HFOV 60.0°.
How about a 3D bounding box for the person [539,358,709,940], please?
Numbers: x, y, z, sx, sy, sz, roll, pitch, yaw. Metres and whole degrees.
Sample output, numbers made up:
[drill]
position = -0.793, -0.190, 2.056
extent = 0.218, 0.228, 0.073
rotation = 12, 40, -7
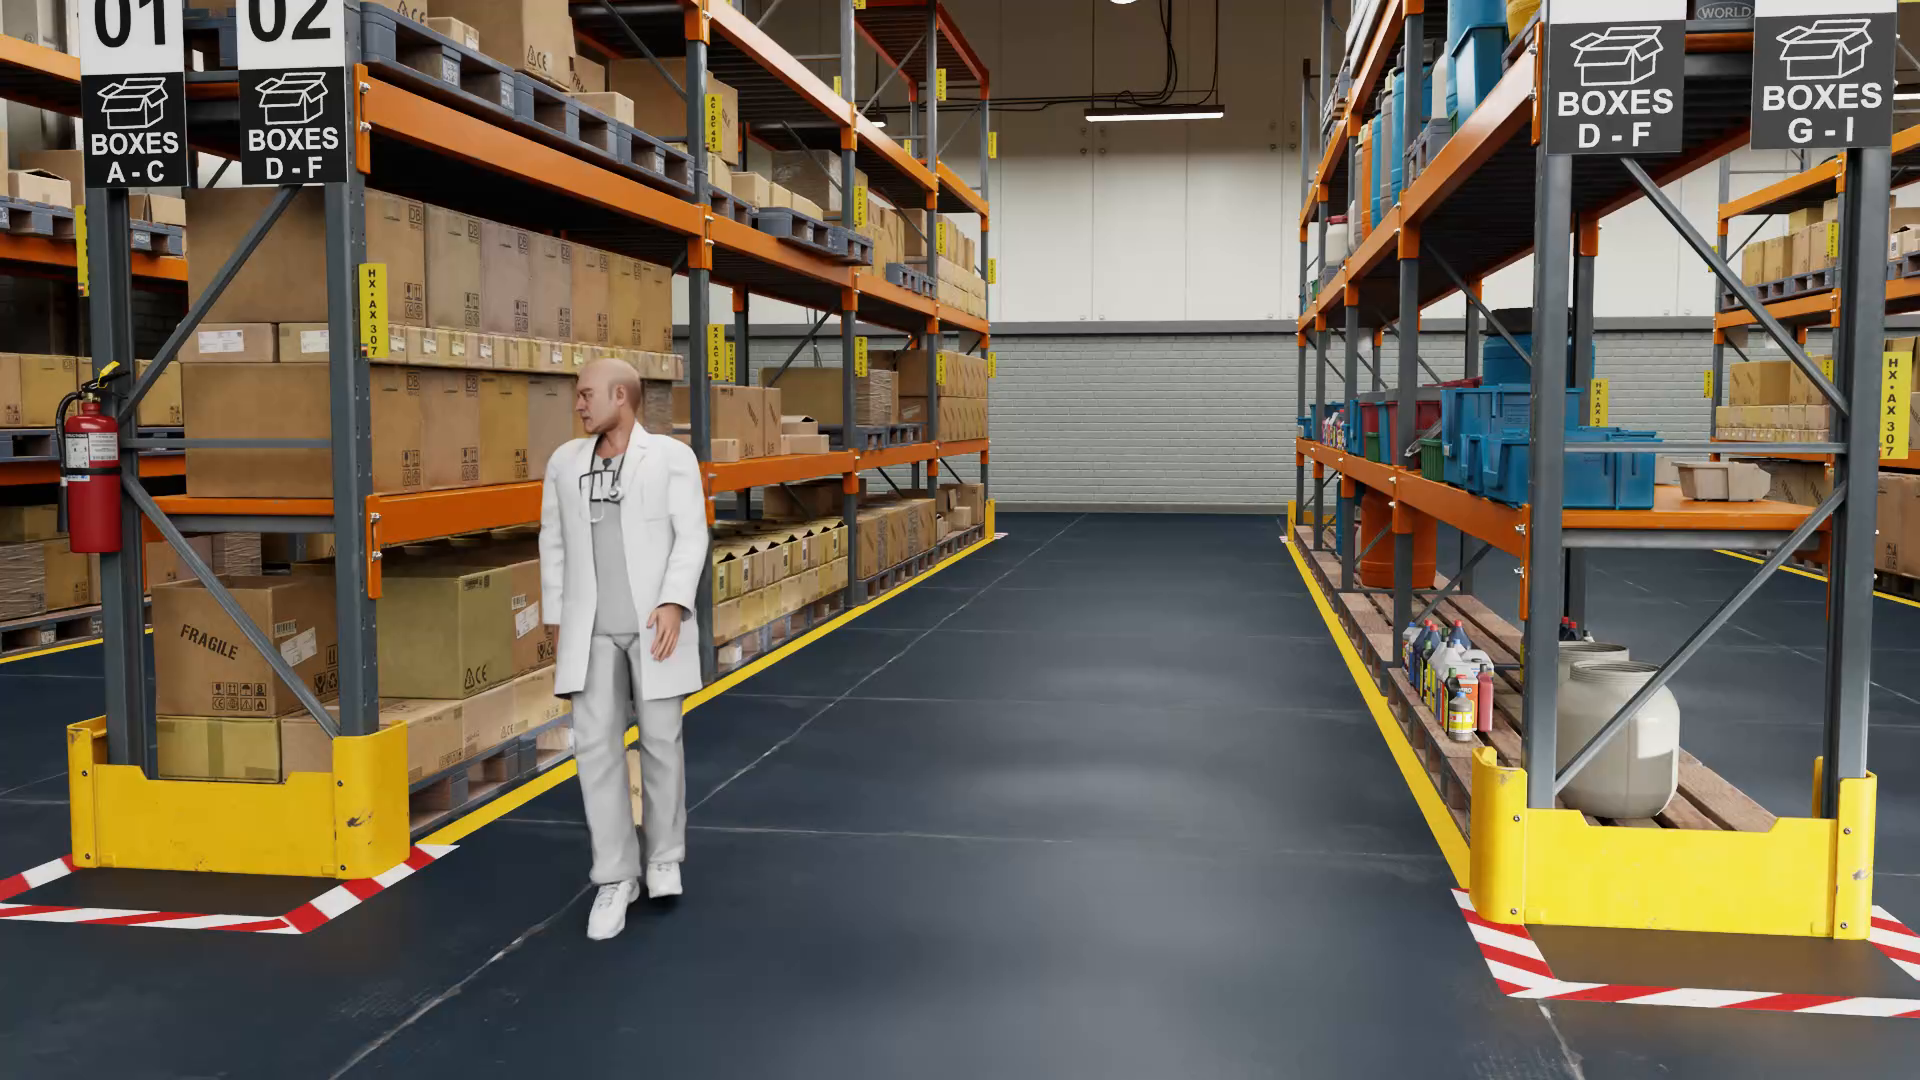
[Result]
[person]
position = -1.117, 0.317, 5.364
extent = 0.597, 1.807, 0.648
rotation = 0, 4, 2
